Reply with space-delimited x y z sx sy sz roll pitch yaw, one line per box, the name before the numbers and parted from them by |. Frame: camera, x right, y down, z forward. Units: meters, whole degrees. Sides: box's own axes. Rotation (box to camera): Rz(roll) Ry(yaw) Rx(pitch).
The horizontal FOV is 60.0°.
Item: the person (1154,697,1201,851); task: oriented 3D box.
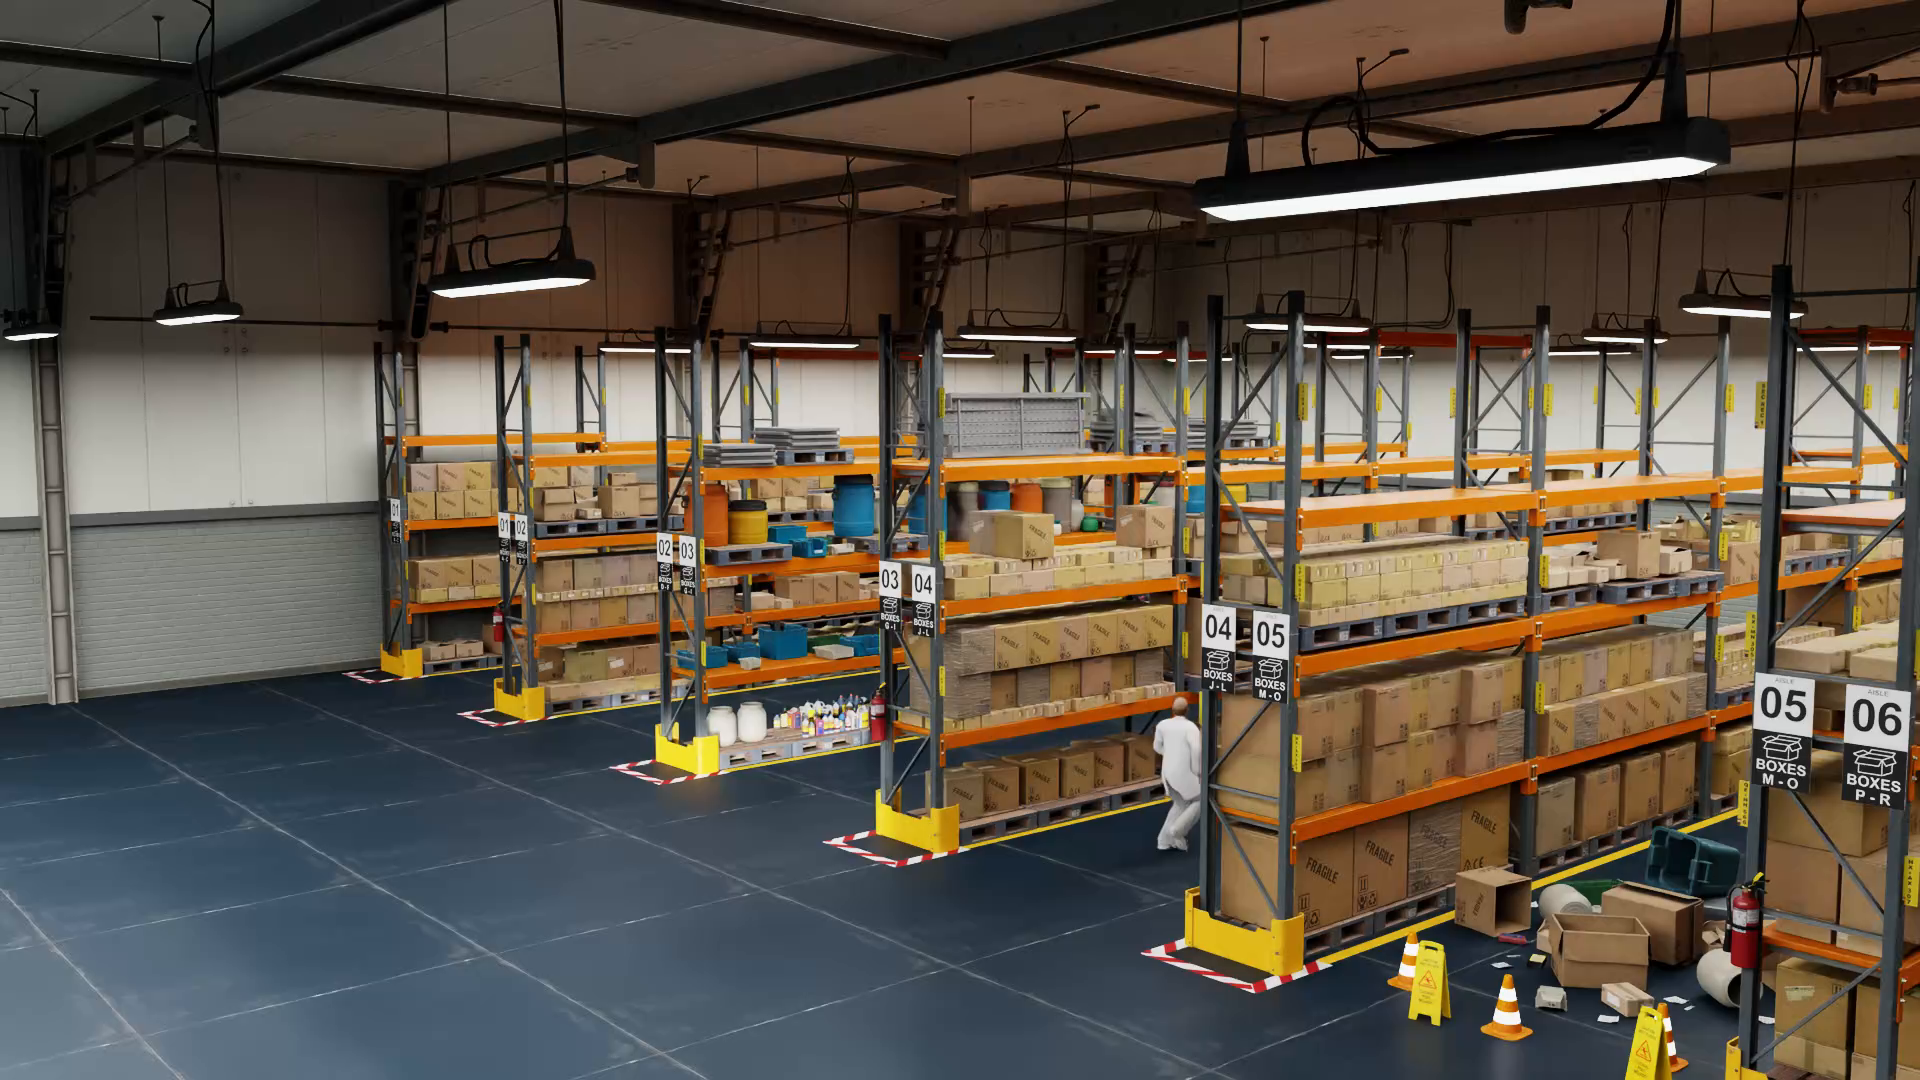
person | 2.502 2.629 18.603 0.568 1.744 0.752 -2 5 -16
